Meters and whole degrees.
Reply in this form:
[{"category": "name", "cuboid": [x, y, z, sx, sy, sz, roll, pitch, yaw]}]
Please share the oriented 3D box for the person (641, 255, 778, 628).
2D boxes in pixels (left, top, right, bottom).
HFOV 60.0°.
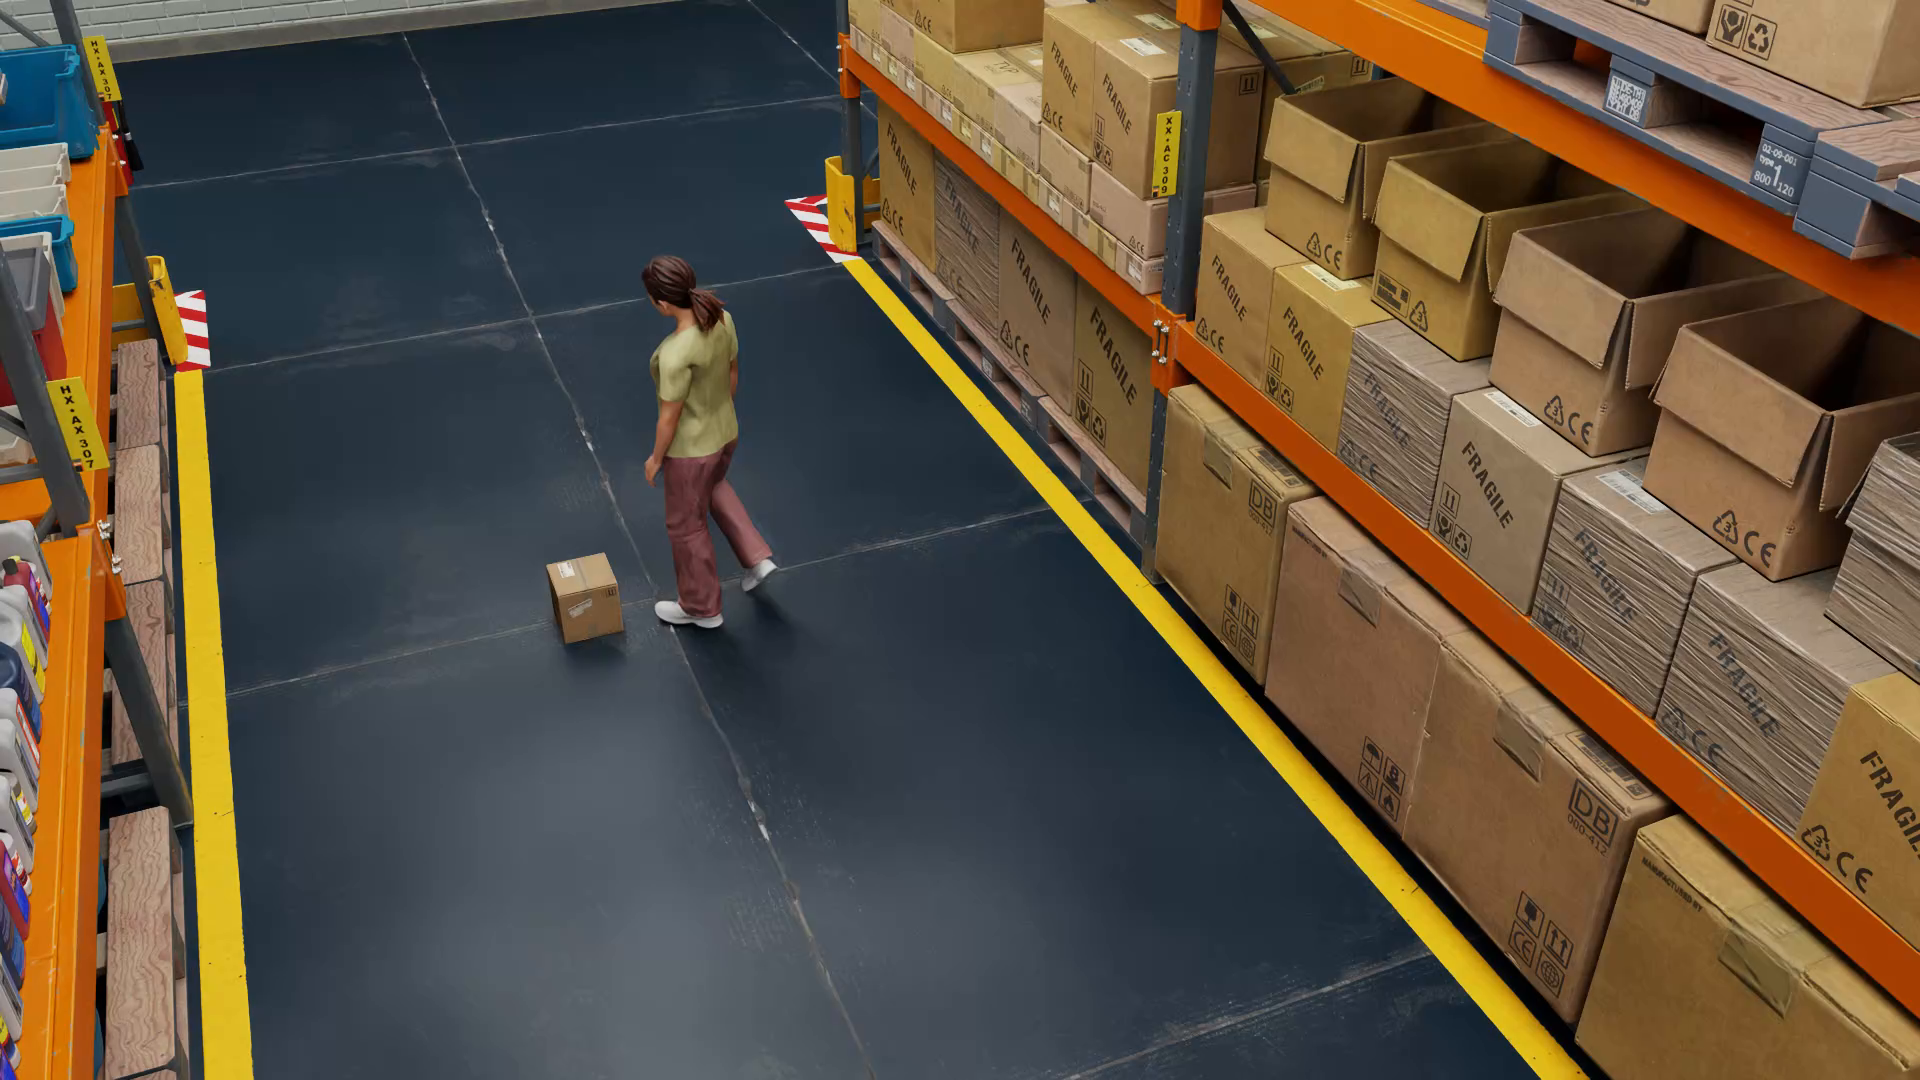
[{"category": "person", "cuboid": [-1.047, -0.391, 6.705, 0.452, 1.677, 0.527, 14, 36, 20]}]
